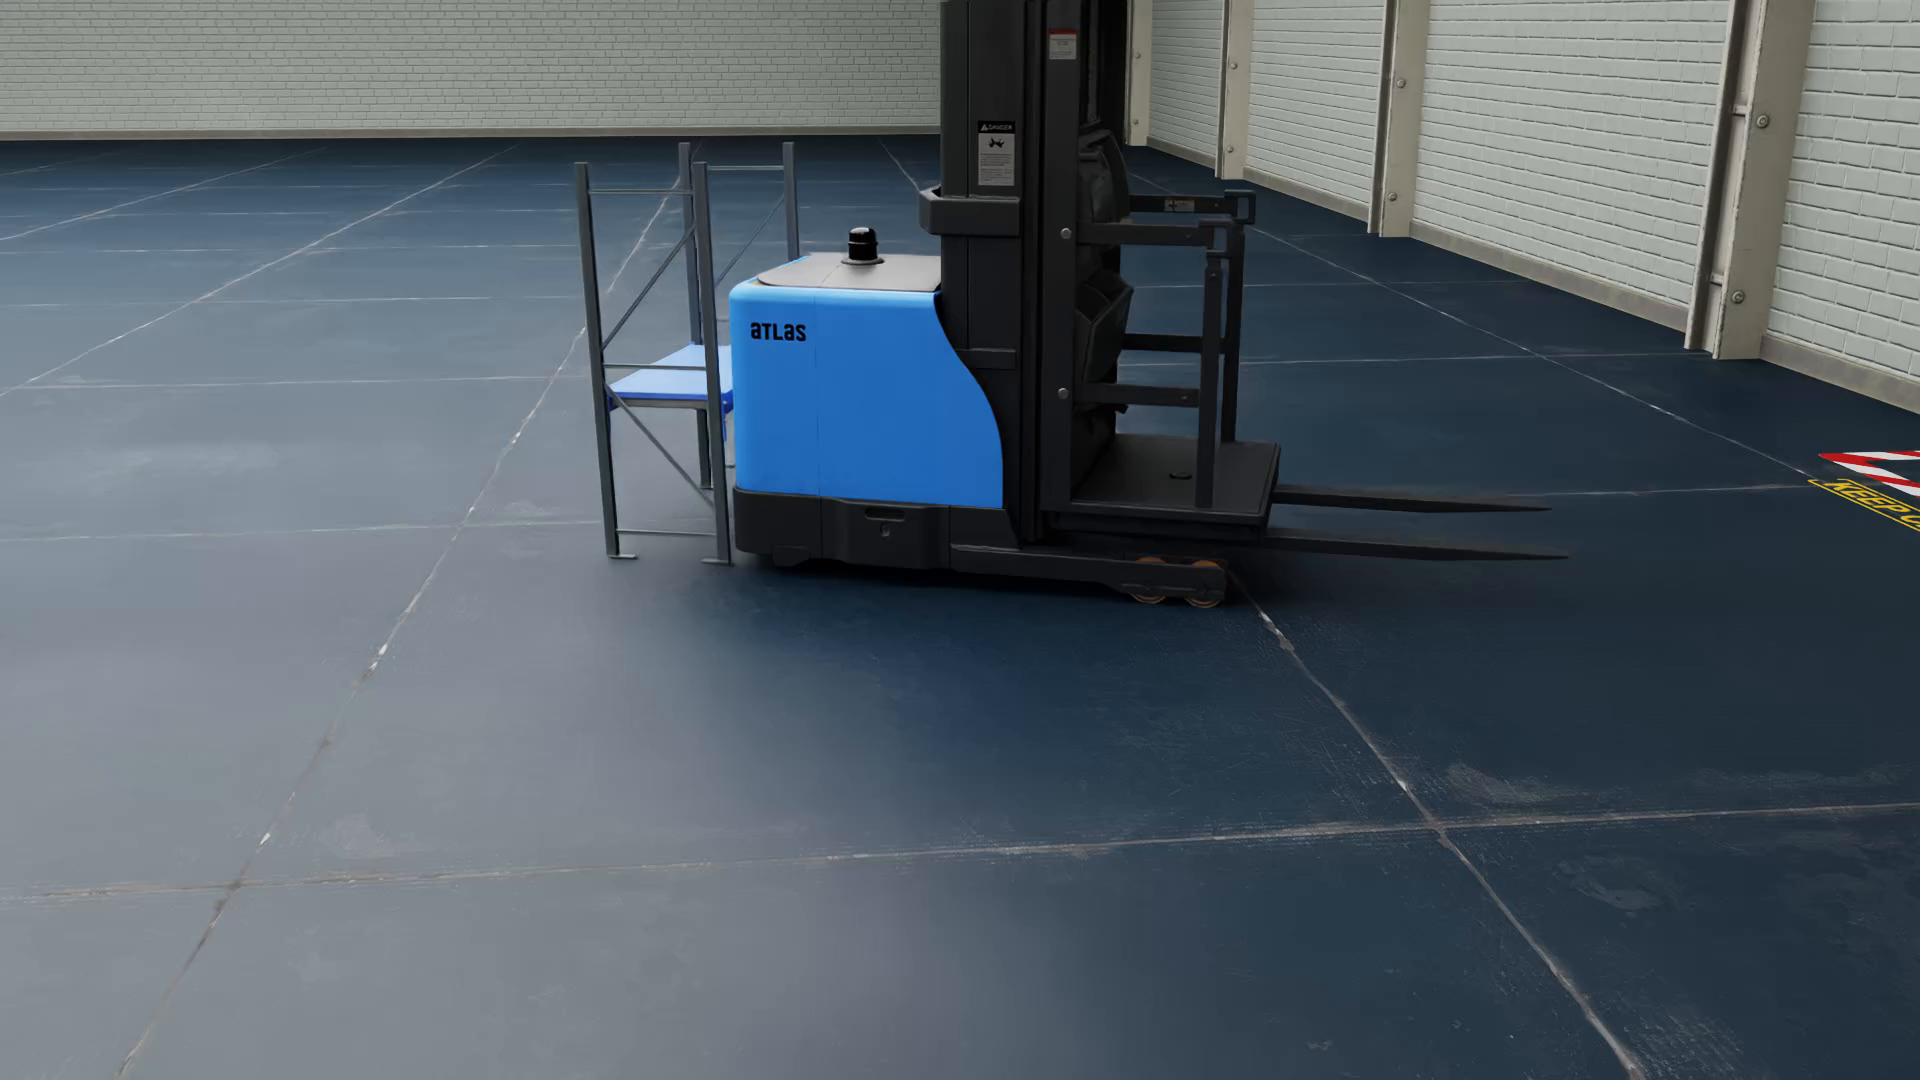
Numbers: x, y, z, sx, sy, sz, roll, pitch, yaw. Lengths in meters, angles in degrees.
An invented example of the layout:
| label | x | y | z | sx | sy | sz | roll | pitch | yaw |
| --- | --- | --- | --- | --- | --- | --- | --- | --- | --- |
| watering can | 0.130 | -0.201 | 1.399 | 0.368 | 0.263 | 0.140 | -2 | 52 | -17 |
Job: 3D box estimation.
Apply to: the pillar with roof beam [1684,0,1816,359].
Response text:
| label | x | y | z | sx | sy | sz | roll | pitch | yaw |
| --- | --- | --- | --- | --- | --- | --- | --- | --- | --- |
| pillar with roof beam | 0.497 | -5.333 | 8.641 | 9.100 | 9.000 | 0.400 | -2 | 18 | -6 |

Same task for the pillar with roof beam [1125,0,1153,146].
| label | x | y | z | sx | sy | sz | roll | pitch | yaw |
| --- | --- | --- | --- | --- | --- | --- | --- | --- | --- |
| pillar with roof beam | -1.359 | -10.696 | 25.723 | 9.100 | 9.000 | 0.400 | -2 | 18 | -6 |

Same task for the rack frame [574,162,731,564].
| label | x | y | z | sx | sy | sz | roll | pitch | yaw |
| --- | --- | --- | --- | --- | --- | --- | --- | --- | --- |
| rack frame | -1.138 | -0.640 | 6.196 | 0.500 | 1.500 | 0.032 | 3 | 18 | 12 |

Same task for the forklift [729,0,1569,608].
| label | x | y | z | sx | sy | sz | roll | pitch | yaw |
| --- | --- | --- | --- | --- | --- | --- | --- | --- | --- |
| forklift | 0.714 | -1.331 | 6.024 | 3.031 | 2.935 | 1.130 | 4 | 18 | 13 |

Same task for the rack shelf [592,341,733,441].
| label | x | y | z | sx | sy | sz | roll | pitch | yaw |
| --- | --- | --- | --- | --- | --- | --- | --- | --- | --- |
| rack shelf | -1.025 | -0.617 | 6.723 | 0.538 | 0.185 | 1.000 | 3 | 18 | 12 |

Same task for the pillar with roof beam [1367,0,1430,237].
| label | x | y | z | sx | sy | sz | roll | pitch | yaw |
| --- | --- | --- | --- | --- | --- | --- | --- | --- | --- |
| pillar with roof beam | -0.122 | -7.121 | 14.335 | 9.100 | 9.000 | 0.400 | -2 | 18 | -6 |

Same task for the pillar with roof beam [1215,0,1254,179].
| label | x | y | z | sx | sy | sz | roll | pitch | yaw |
| --- | --- | --- | --- | --- | --- | --- | --- | --- | --- |
| pillar with roof beam | -0.741 | -8.908 | 20.029 | 9.100 | 9.000 | 0.400 | -2 | 18 | -6 |

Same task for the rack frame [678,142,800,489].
| label | x | y | z | sx | sy | sz | roll | pitch | yaw |
| --- | --- | --- | --- | --- | --- | --- | --- | --- | --- |
| rack frame | -0.919 | -0.938 | 7.144 | 0.500 | 1.500 | 0.032 | 3 | 18 | 12 |

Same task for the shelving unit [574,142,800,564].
| label | x | y | z | sx | sy | sz | roll | pitch | yaw |
| --- | --- | --- | --- | --- | --- | --- | --- | --- | --- |
| shelving unit | -1.028 | -0.789 | 6.670 | 0.538 | 1.500 | 1.048 | 3 | 18 | 12 |
